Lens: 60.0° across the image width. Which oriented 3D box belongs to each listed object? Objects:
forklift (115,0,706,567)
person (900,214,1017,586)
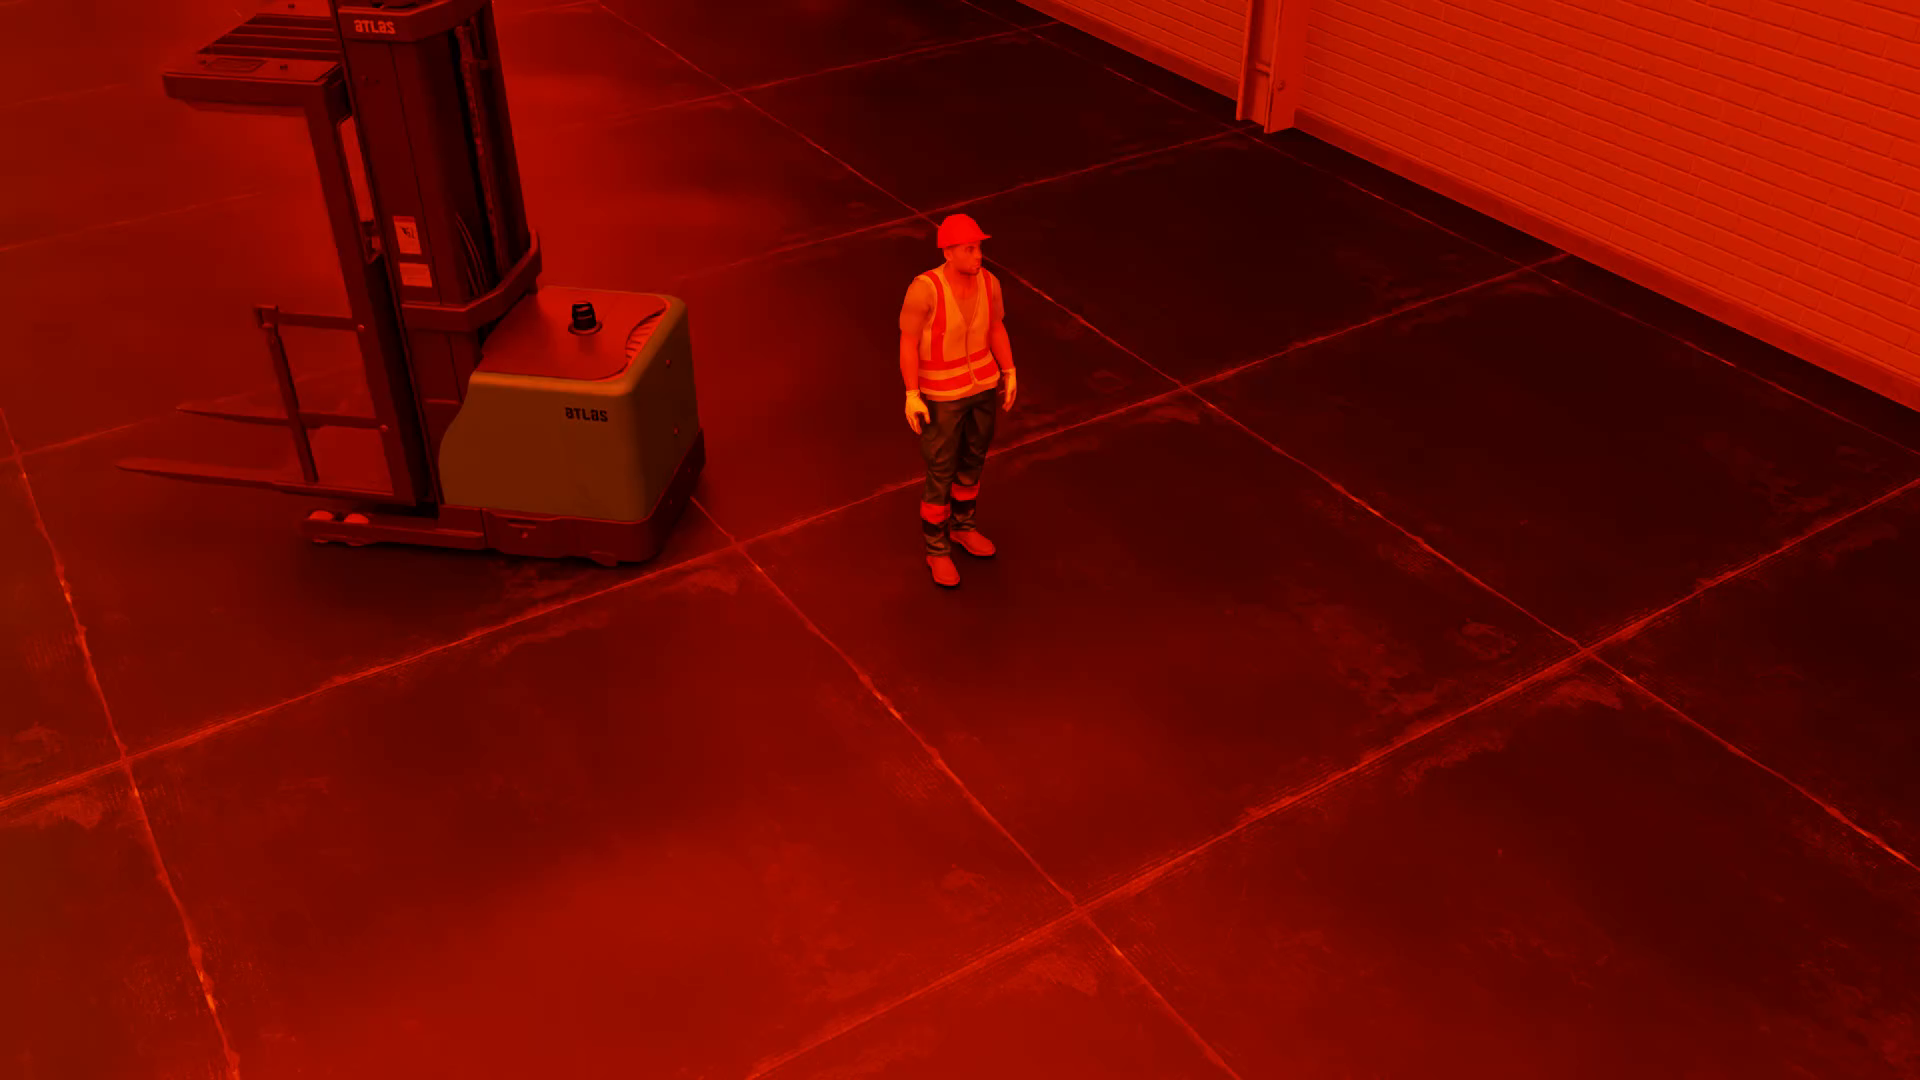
[{"bbox_3d":[-2.967,-1.460,8.225,3.031,2.935,1.130,6,35,8],"label":"forklift"},{"bbox_3d":[0.034,-0.695,8.118,0.637,1.790,0.562,-21,40,-27],"label":"person"}]
